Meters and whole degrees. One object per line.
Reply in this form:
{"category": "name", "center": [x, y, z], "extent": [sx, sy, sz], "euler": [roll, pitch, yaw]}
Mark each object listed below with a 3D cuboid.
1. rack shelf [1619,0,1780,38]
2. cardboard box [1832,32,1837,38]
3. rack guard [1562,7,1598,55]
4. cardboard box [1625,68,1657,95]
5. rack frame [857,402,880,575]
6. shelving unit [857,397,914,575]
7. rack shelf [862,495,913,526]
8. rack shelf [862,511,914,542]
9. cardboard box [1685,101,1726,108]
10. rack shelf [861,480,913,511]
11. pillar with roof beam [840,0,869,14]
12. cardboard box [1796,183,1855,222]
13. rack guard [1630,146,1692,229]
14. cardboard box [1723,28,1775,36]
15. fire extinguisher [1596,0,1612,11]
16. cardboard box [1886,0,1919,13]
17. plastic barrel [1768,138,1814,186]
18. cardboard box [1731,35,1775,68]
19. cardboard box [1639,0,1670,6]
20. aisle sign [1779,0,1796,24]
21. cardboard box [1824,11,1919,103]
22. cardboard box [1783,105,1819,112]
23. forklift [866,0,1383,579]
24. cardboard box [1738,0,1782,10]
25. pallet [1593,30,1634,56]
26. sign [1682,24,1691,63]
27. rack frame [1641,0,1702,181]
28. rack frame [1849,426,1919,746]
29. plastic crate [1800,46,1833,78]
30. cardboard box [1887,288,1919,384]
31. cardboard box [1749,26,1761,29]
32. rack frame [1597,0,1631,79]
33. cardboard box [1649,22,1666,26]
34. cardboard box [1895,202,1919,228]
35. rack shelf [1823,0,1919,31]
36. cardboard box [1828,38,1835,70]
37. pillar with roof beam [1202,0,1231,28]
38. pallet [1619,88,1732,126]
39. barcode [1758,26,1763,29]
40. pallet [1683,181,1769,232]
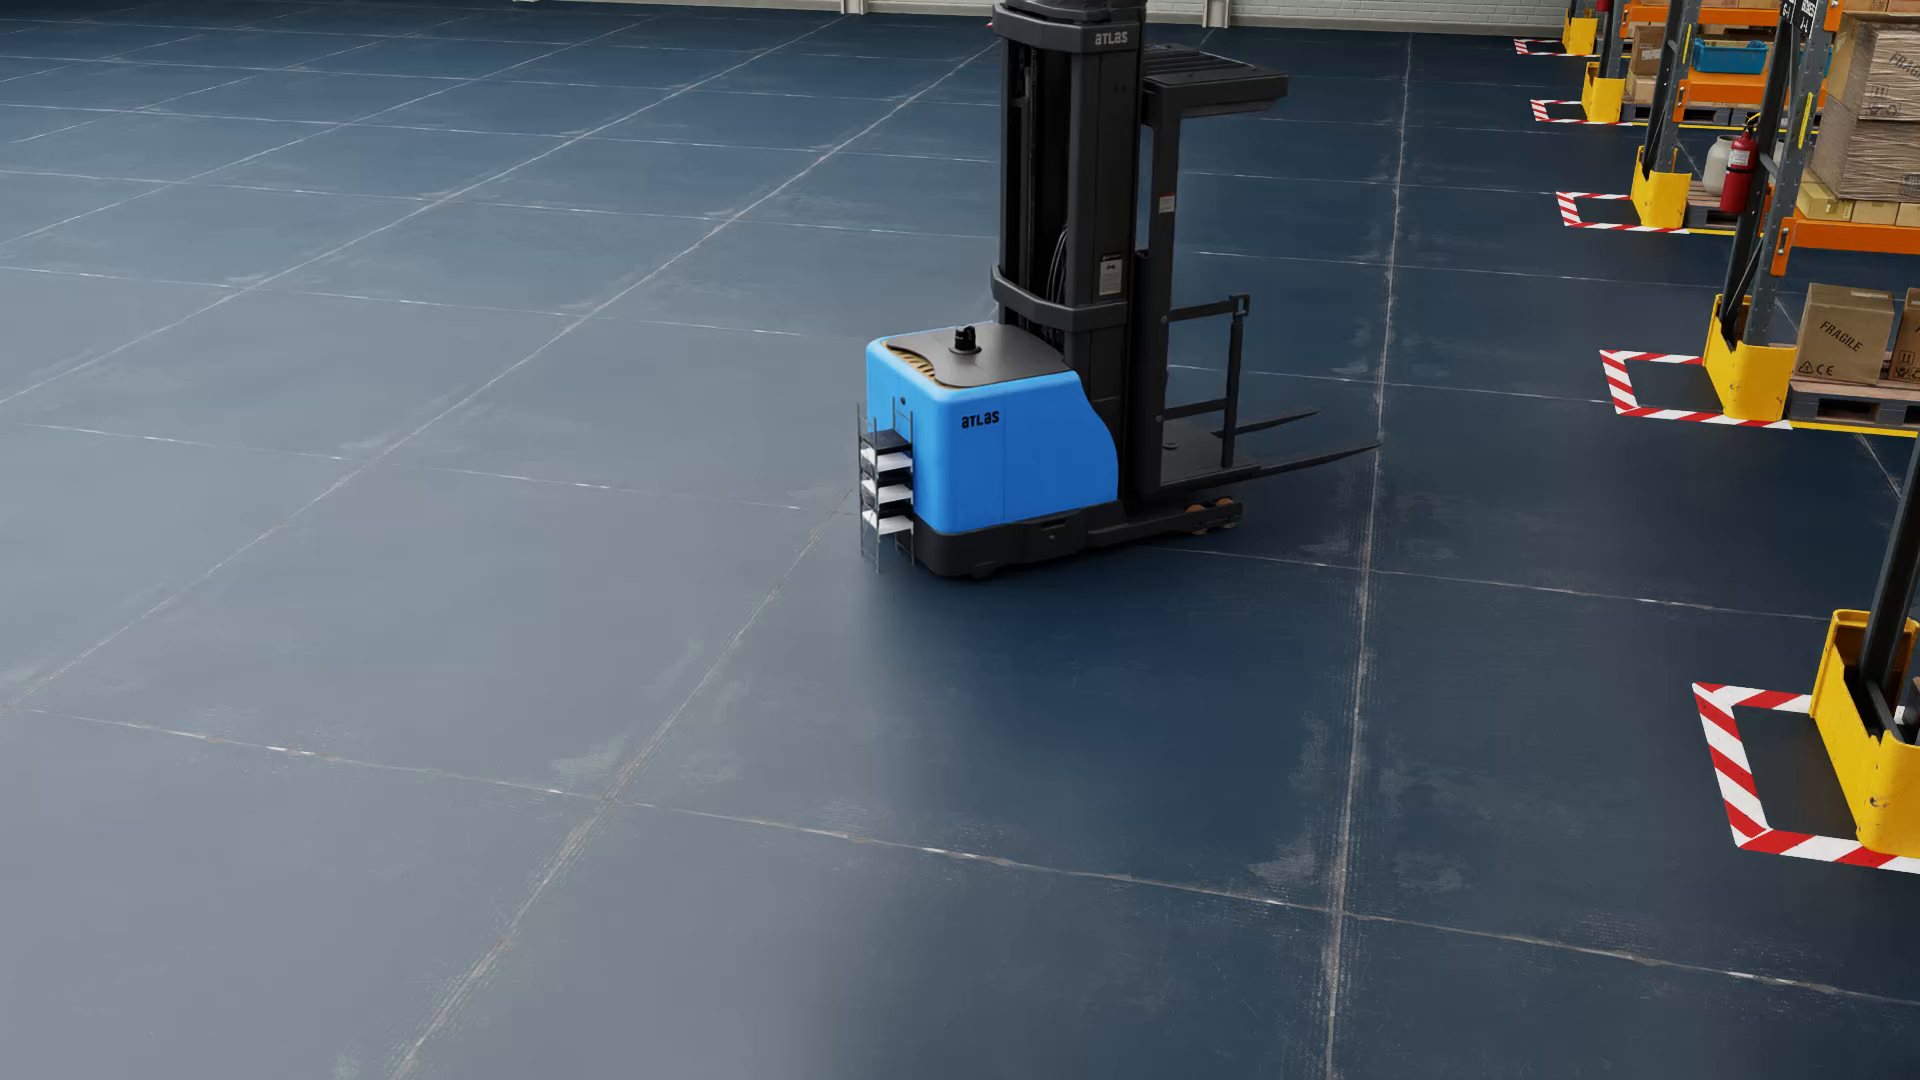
{"category": "rack shelf", "center": [9.684, -5.973, 19.144], "extent": [4.000, 0.370, 1.077], "euler": [6, 26, 13]}
{"category": "cardboard box", "center": [10.281, -5.658, 19.482], "extent": [0.500, 0.500, 0.500], "euler": [6, 26, 13]}
{"category": "rack guard", "center": [9.050, -7.438, 24.292], "extent": [0.348, 0.500, 1.175], "euler": [6, 26, 13]}
{"category": "cardboard box", "center": [8.340, -5.526, 20.077], "extent": [0.500, 0.250, 0.500], "euler": [6, 26, 13]}
{"category": "rack frame", "center": [-0.483, -0.263, 8.756], "extent": [0.006, 0.900, 0.240], "euler": [-12, 28, -24]}
{"category": "shelving unit", "center": [-0.392, -0.283, 8.797], "extent": [0.210, 0.900, 0.258], "euler": [-12, 28, -24]}
{"category": "rack shelf", "center": [-0.392, -0.171, 8.850], "extent": [0.200, 0.077, 0.258], "euler": [-12, 28, -24]}
{"category": "rack shelf", "center": [-0.392, -0.090, 8.889], "extent": [0.200, 0.077, 0.258], "euler": [-12, 28, -24]}
{"category": "cardboard box", "center": [8.696, -5.258, 19.515], "extent": [0.500, 0.250, 0.500], "euler": [6, 26, 13]}
{"category": "rack shelf", "center": [-0.392, -0.253, 8.811], "extent": [0.200, 0.077, 0.258], "euler": [-12, 28, -24]}
{"category": "pillar with roof beam", "center": [-2.824, -11.061, 22.015], "extent": [0.400, 9.000, 9.100], "euler": [6, 26, 13]}
{"category": "cardboard box", "center": [5.492, -2.145, 10.558], "extent": [0.250, 0.149, 0.380], "euler": [6, 26, 13]}
{"category": "rack guard", "center": [6.595, -3.333, 15.669], "extent": [0.348, 0.500, 1.175], "euler": [6, 26, 13]}
{"category": "cardboard box", "center": [9.312, -5.764, 19.706], "extent": [0.500, 0.500, 0.500], "euler": [6, 26, 13]}
{"category": "fire extinguisher", "center": [7.748, -6.683, 19.888], "extent": [0.183, 0.674, 0.296], "euler": [6, 26, 13]}
{"category": "cardboard box", "center": [10.677, -6.228, 18.725], "extent": [0.500, 0.500, 0.700], "euler": [6, 26, 12]}
{"category": "plastic barrel", "center": [7.651, -3.424, 15.359], "extent": [0.421, 0.512, 0.421], "euler": [0, 25, 0]}
{"category": "cardboard box", "center": [9.183, -5.548, 19.251], "extent": [0.500, 0.500, 0.500], "euler": [6, 26, 13]}
{"category": "cardboard box", "center": [8.196, -6.502, 19.301], "extent": [0.500, 0.500, 0.700], "euler": [6, 26, 13]}
{"category": "aisle sign", "center": [5.291, -3.694, 10.494], "extent": [0.004, 0.787, 0.394], "euler": [6, 26, 13]}
{"category": "cardboard box", "center": [5.870, -3.063, 10.569], "extent": [0.500, 0.500, 0.500], "euler": [6, 26, 13]}
{"category": "cardboard box", "center": [9.663, -5.149, 19.286], "extent": [0.500, 0.250, 0.500], "euler": [6, 26, 13]}
{"category": "forklift", "center": [1.029, -1.542, 9.078], "extent": [3.031, 2.935, 1.130], "euler": [-12, 28, -24]}
{"category": "cardboard box", "center": [9.185, -6.392, 19.070], "extent": [0.500, 0.500, 0.700], "euler": [6, 26, 13]}
{"category": "pallet", "center": [9.828, -7.206, 24.140], "extent": [1.213, 0.211, 1.003], "euler": [6, 26, 13]}
{"category": "sign", "center": [6.368, -4.347, 14.569], "extent": [0.005, 0.325, 0.100], "euler": [6, 26, 13]}
{"category": "rack frame", "center": [6.509, -4.450, 15.108], "extent": [0.127, 3.000, 1.000], "euler": [6, 26, 13]}
{"category": "rack frame", "center": [3.943, -0.334, 6.463], "extent": [0.127, 3.000, 1.000], "euler": [6, 26, 13]}
{"category": "plastic crate", "center": [7.696, -4.382, 15.138], "extent": [0.408, 0.251, 0.499], "euler": [6, 26, 13]}
{"category": "cardboard box", "center": [6.464, -1.326, 10.965], "extent": [0.500, 0.500, 0.500], "euler": [14, 29, 26]}
{"category": "cardboard box", "center": [11.307, -7.238, 23.767], "extent": [0.250, 0.149, 0.380], "euler": [4, 26, 9]}
{"category": "rack frame", "center": [7.747, -6.512, 19.439], "extent": [0.127, 3.000, 1.000], "euler": [6, 26, 13]}
{"category": "cardboard box", "center": [10.177, -7.387, 23.892], "extent": [0.500, 0.311, 0.500], "euler": [9, 27, 17]}
{"category": "cardboard box", "center": [5.968, -2.077, 10.416], "extent": [0.250, 0.149, 0.380], "euler": [6, 26, 13]}
{"category": "rack shelf", "center": [7.213, -3.204, 9.837], "extent": [4.000, 0.370, 1.077], "euler": [6, 26, 13]}
{"category": "cardboard box", "center": [10.151, -5.440, 19.024], "extent": [0.500, 0.500, 0.500], "euler": [6, 26, 13]}
{"category": "pillar with roof beam", "center": [2.987, -10.419, 20.665], "extent": [0.400, 9.000, 9.100], "euler": [6, 26, 13]}
{"category": "pallet", "center": [8.498, -5.189, 19.903], "extent": [1.213, 0.211, 1.003], "euler": [6, 26, 13]}
{"category": "barcode", "center": [11.467, -7.332, 23.837], "extent": [0.075, 0.075, 0.001], "euler": [6, 26, 13]}
{"category": "pallet", "center": [7.380, -3.114, 15.544], "extent": [1.213, 0.211, 1.003], "euler": [6, 26, 13]}
